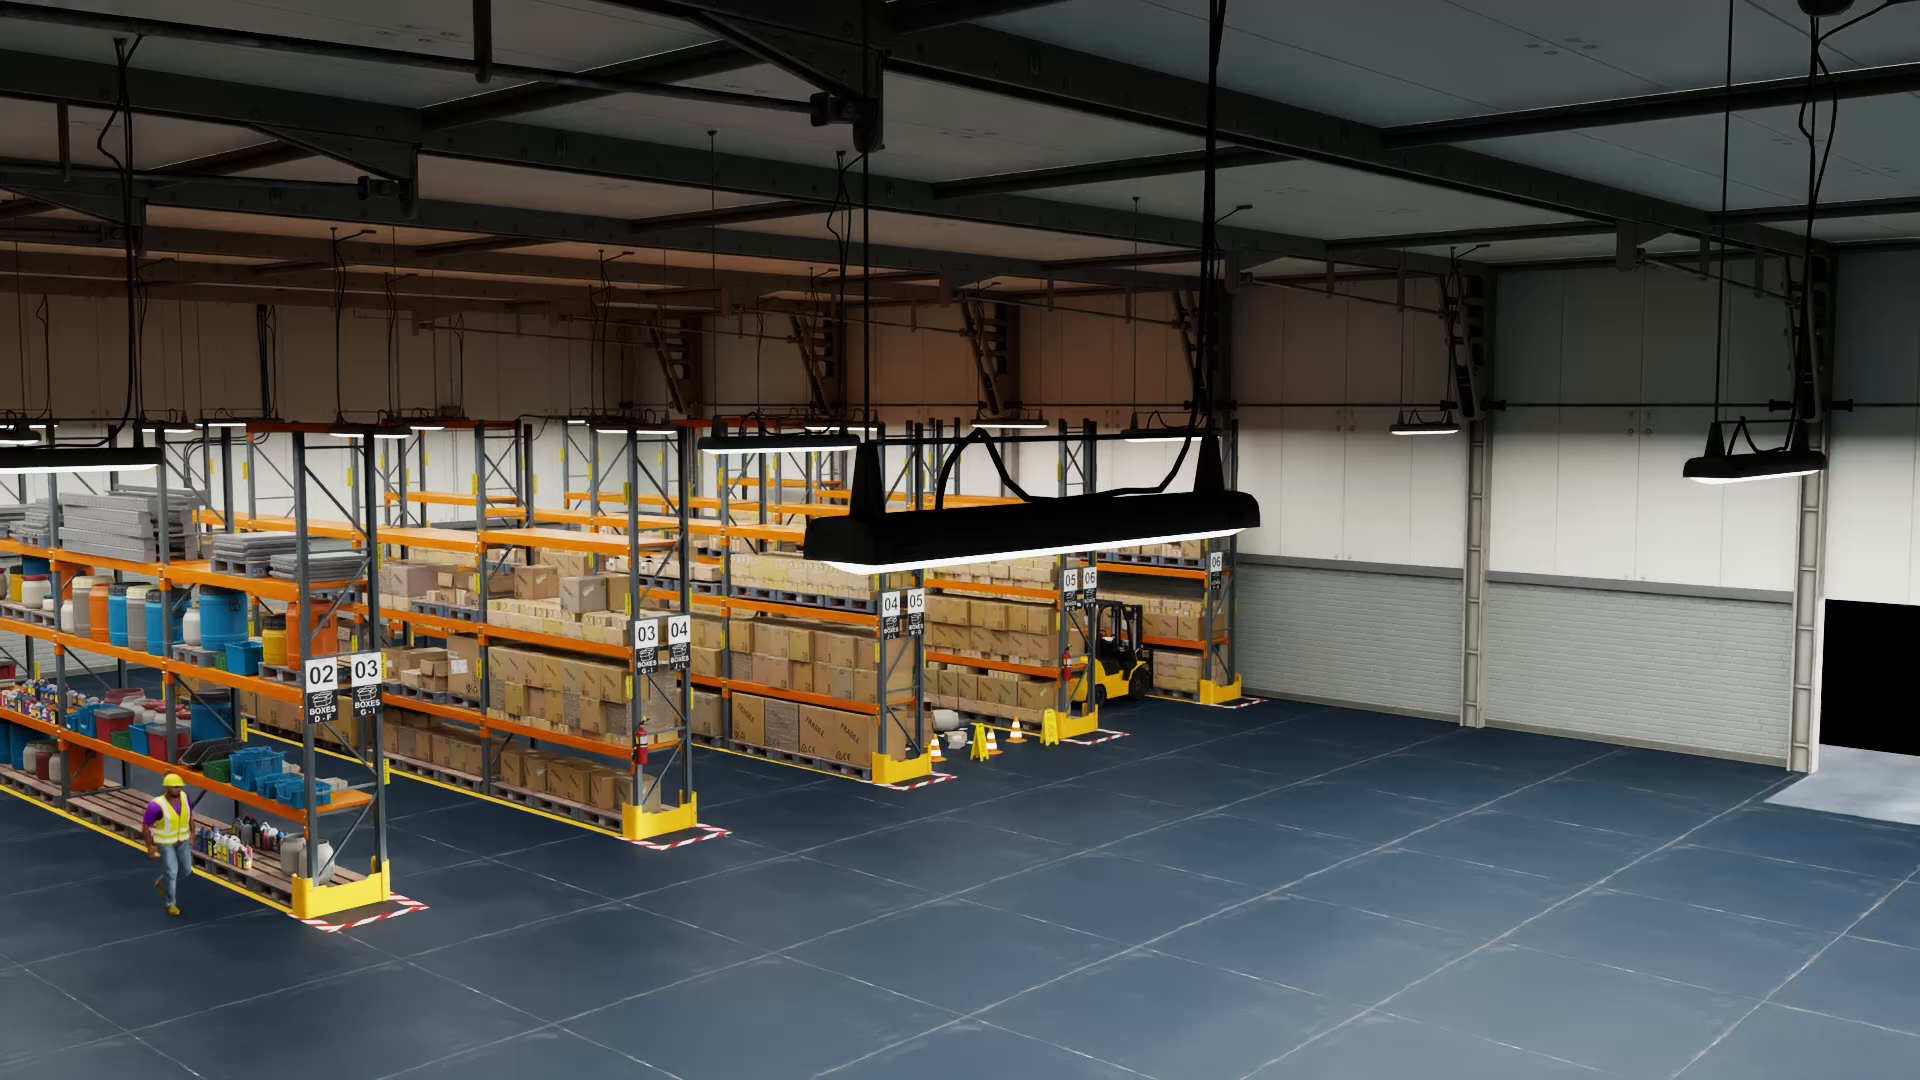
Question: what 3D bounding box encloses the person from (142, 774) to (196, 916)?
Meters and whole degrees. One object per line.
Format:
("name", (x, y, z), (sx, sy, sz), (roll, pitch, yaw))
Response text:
("person", (-9.913, 3.767, 20.795), (0.657, 1.742, 0.659), (3, 5, 30))
